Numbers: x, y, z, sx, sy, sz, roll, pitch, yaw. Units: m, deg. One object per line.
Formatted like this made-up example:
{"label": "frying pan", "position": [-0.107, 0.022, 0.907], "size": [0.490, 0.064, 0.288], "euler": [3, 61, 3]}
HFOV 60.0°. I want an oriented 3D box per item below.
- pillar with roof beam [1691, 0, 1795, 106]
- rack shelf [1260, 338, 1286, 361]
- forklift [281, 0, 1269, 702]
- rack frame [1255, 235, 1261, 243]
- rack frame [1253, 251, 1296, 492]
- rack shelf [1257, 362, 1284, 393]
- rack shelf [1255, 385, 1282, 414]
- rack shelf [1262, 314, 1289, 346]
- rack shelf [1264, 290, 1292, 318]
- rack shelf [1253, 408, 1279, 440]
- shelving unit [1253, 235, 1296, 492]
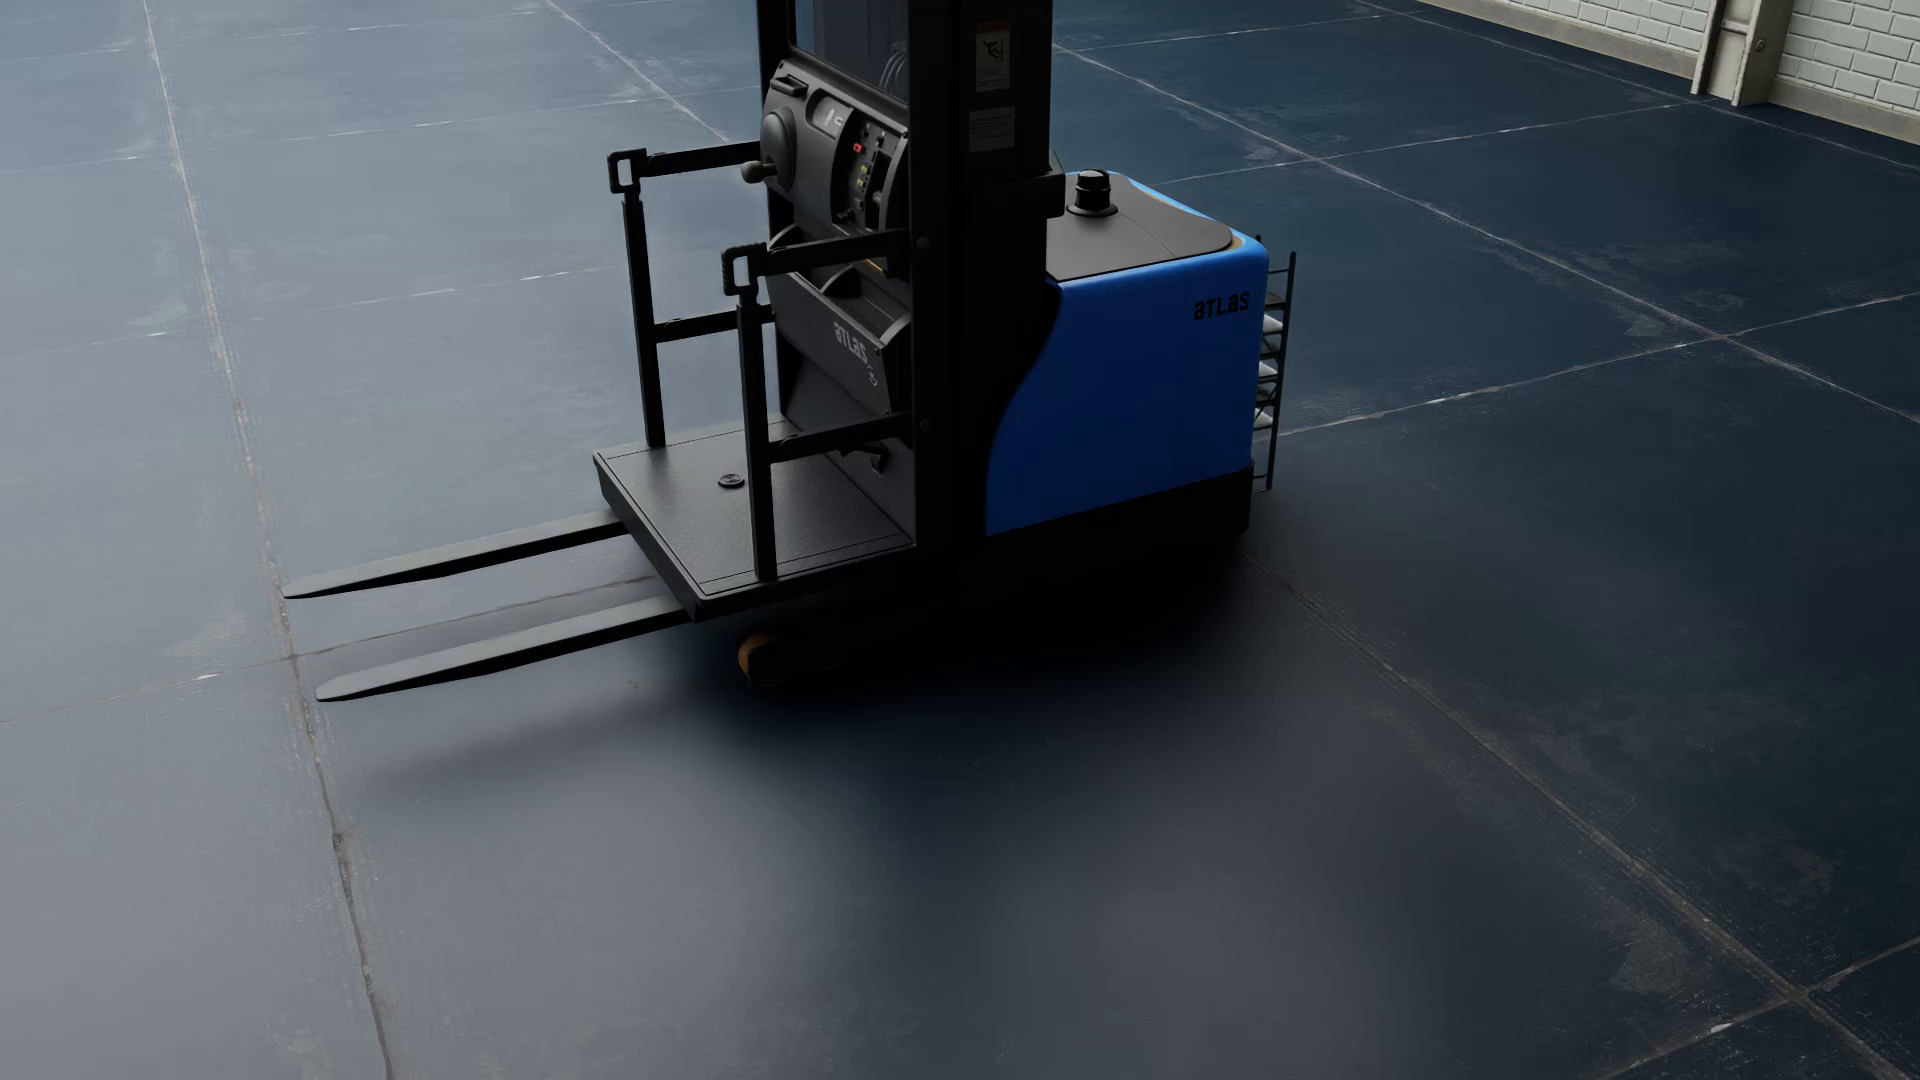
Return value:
{"label": "pillar with roof beam", "position": [1.190, -5.943, 7.149], "size": [9.100, 9.000, 0.400], "euler": [-13, 32, -22]}
{"label": "rack shelf", "position": [0.985, -0.652, 5.866], "size": [0.258, 0.077, 0.200], "euler": [-13, 30, -23]}
{"label": "forklift", "position": [-0.558, -1.135, 4.778], "size": [3.031, 2.935, 1.130], "euler": [-14, 32, -24]}
{"label": "rack frame", "position": [0.940, -0.644, 5.973], "size": [0.240, 0.900, 0.006], "euler": [-13, 30, -23]}
{"label": "rack frame", "position": [1.030, -0.559, 5.812], "size": [0.240, 0.900, 0.006], "euler": [-13, 30, -23]}
{"label": "rack shelf", "position": [0.985, -0.572, 5.908], "size": [0.258, 0.077, 0.200], "euler": [-13, 30, -23]}
{"label": "rack shelf", "position": [0.984, -0.492, 5.950], "size": [0.258, 0.077, 0.200], "euler": [-13, 30, -23]}
{"label": "rack shelf", "position": [0.986, -0.732, 5.825], "size": [0.258, 0.077, 0.200], "euler": [-13, 30, -23]}
{"label": "rack shelf", "position": [0.987, -0.811, 5.783], "size": [0.258, 0.077, 0.200], "euler": [-13, 30, -23]}
{"label": "rack shelf", "position": [0.983, -0.413, 5.992], "size": [0.258, 0.077, 0.200], "euler": [-13, 30, -23]}
{"label": "shelving unit", "position": [0.985, -0.602, 5.893], "size": [0.258, 0.900, 0.210], "euler": [-13, 30, -23]}
